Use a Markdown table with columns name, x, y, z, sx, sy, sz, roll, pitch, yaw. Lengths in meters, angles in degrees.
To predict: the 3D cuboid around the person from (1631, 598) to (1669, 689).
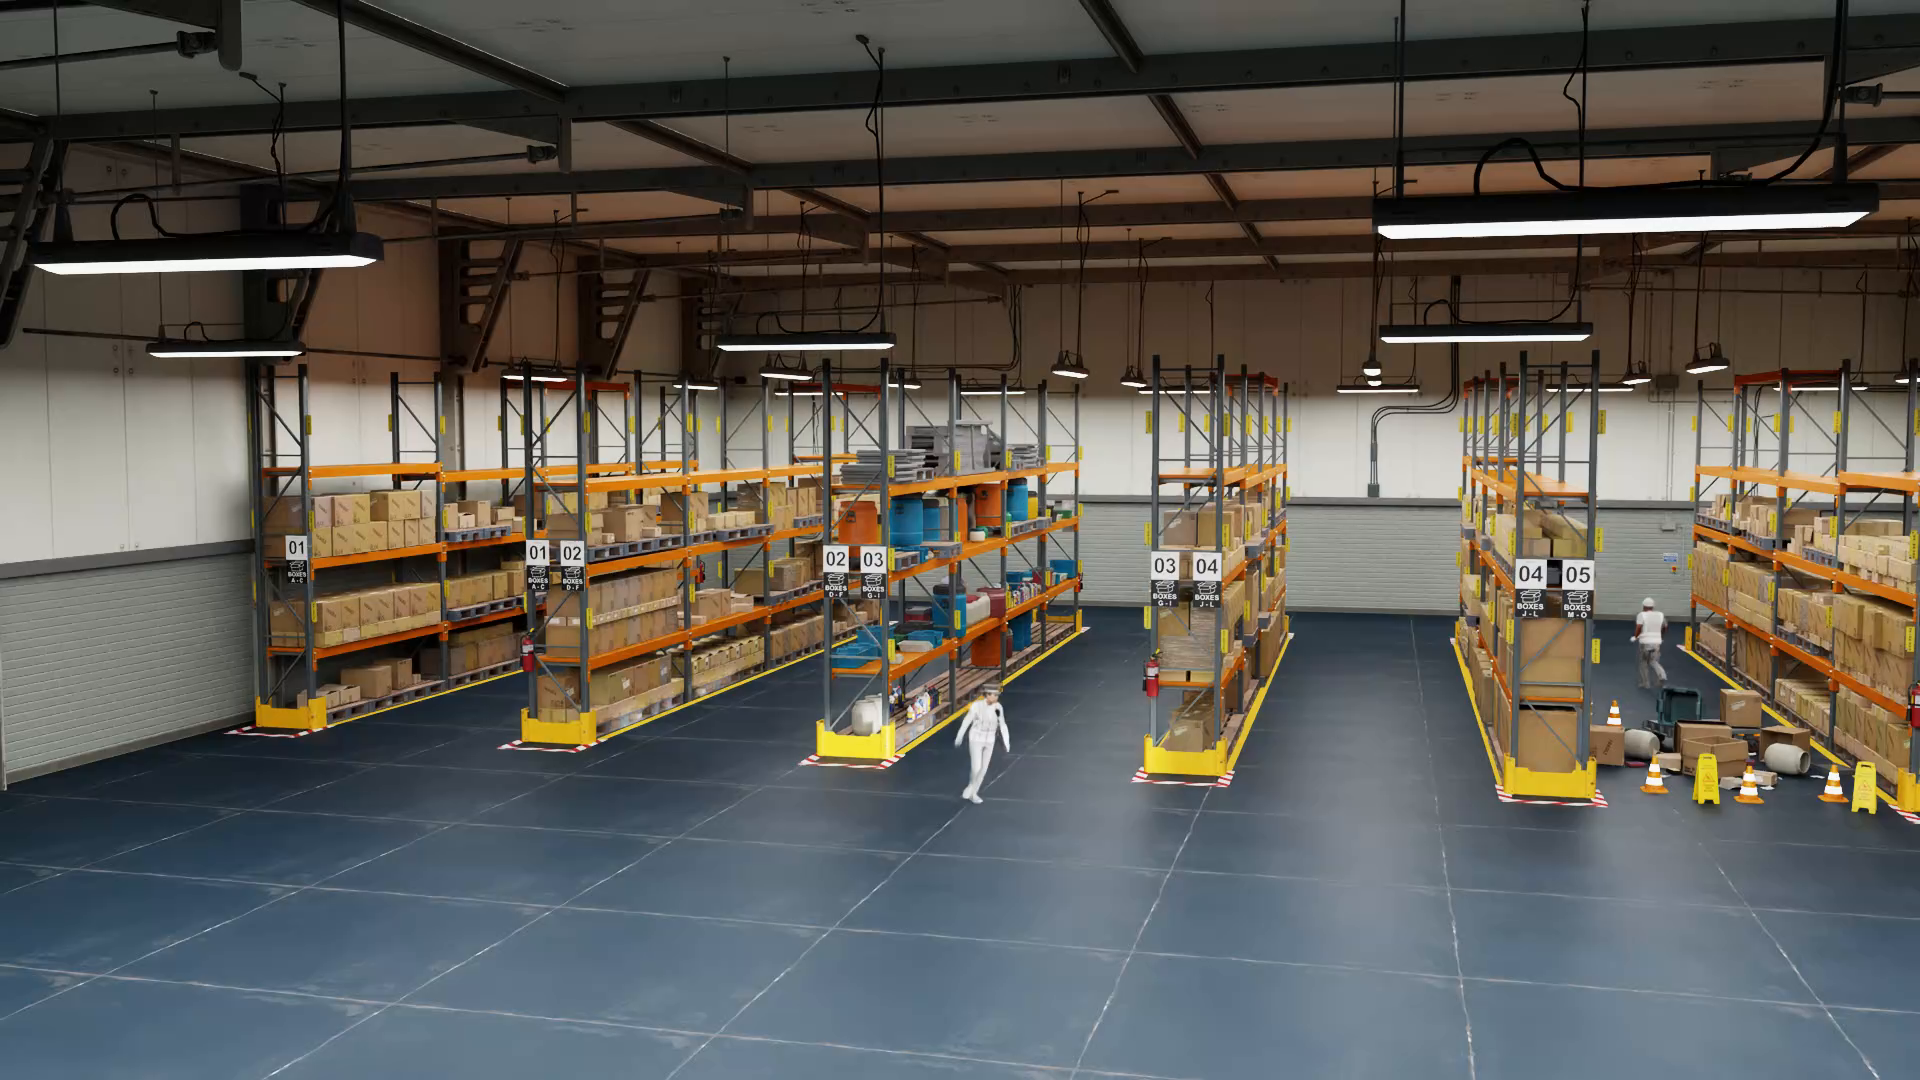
| name | x | y | z | sx | sy | sz | roll | pitch | yaw |
| --- | --- | --- | --- | --- | --- | --- | --- | --- | --- |
| person | 13.099 | 1.972 | 31.435 | 0.682 | 1.734 | 0.818 | 0 | 4 | -2 |

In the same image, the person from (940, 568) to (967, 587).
| name | x | y | z | sx | sy | sz | roll | pitch | yaw |
| --- | --- | --- | --- | --- | --- | --- | --- | --- | --- |
| person | -0.177 | 1.473 | 39.380 | 0.605 | 1.690 | 0.849 | 1 | 4 | 19 |

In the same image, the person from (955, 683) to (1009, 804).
| name | x | y | z | sx | sy | sz | roll | pitch | yaw |
| --- | --- | --- | --- | --- | --- | --- | --- | --- | --- |
| person | 0.312 | 2.684 | 21.953 | 0.624 | 1.625 | 0.580 | -2 | 4 | -25 |
